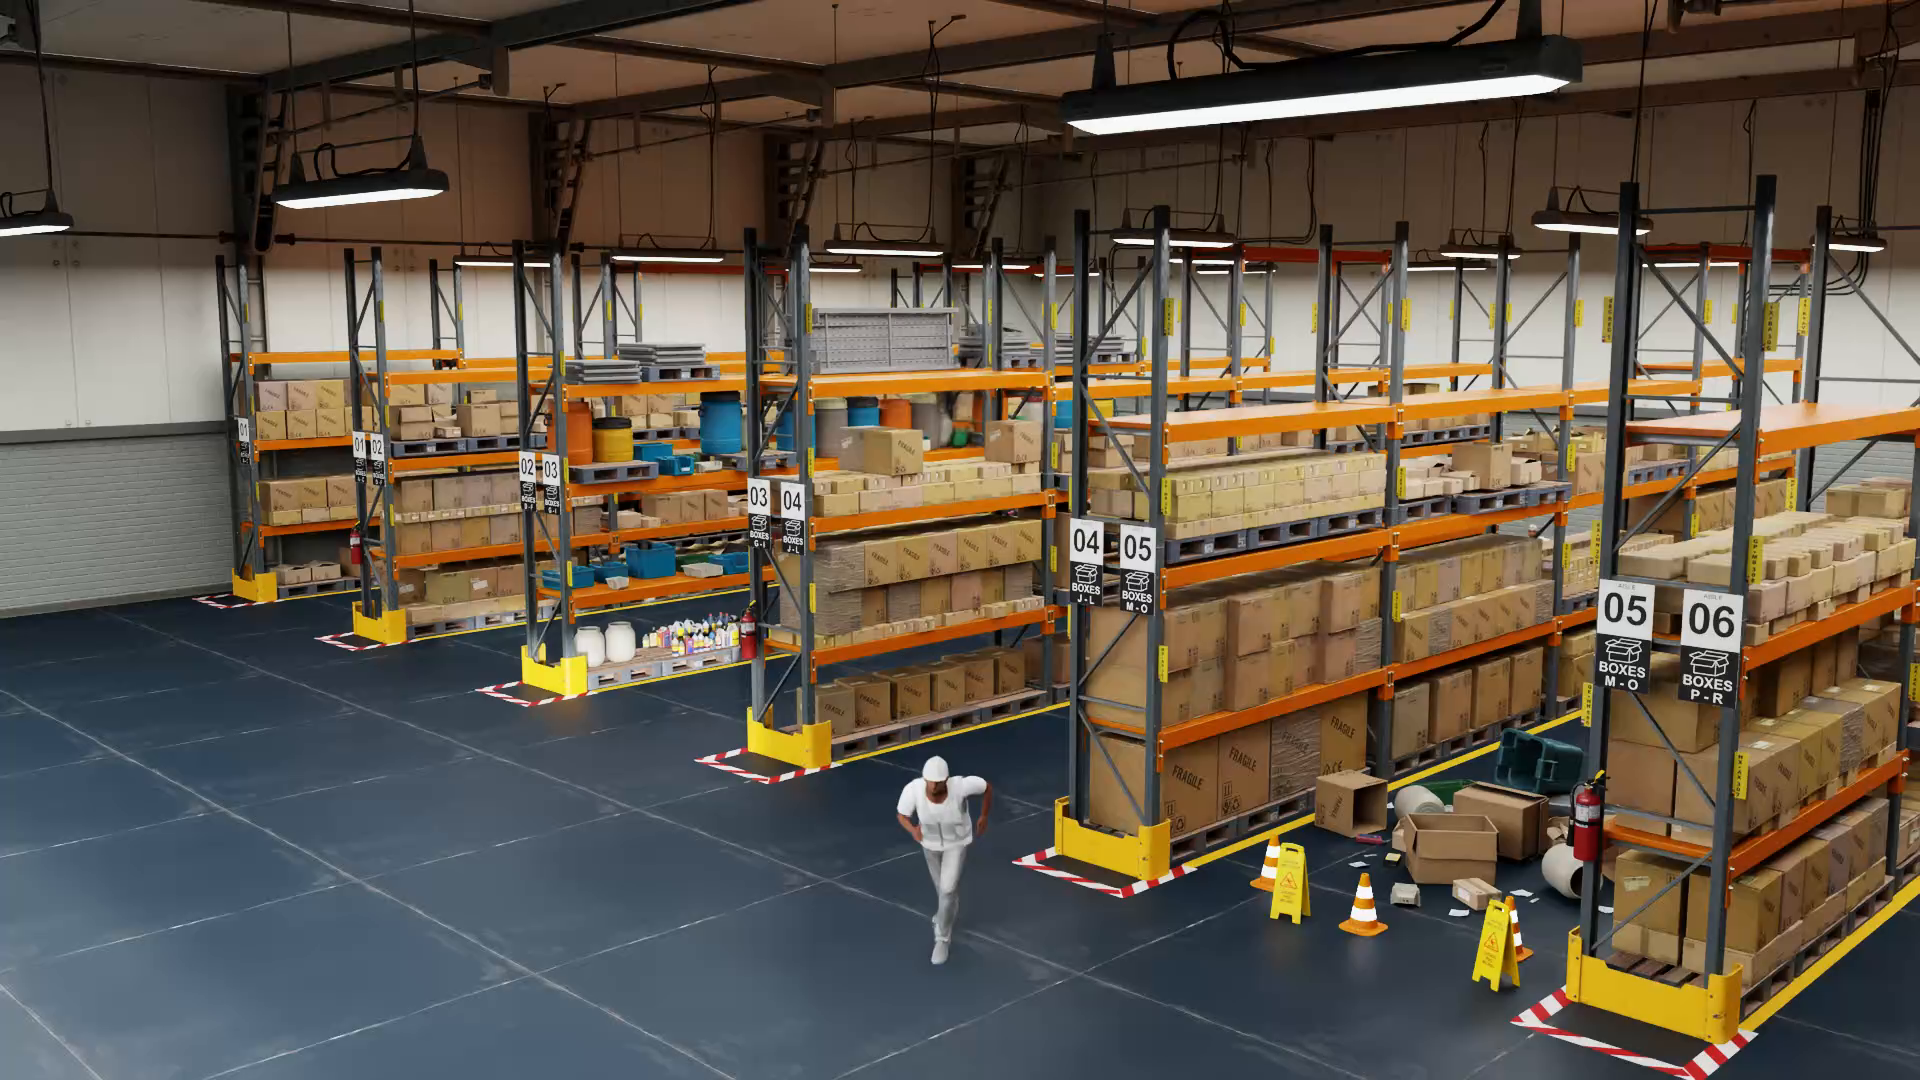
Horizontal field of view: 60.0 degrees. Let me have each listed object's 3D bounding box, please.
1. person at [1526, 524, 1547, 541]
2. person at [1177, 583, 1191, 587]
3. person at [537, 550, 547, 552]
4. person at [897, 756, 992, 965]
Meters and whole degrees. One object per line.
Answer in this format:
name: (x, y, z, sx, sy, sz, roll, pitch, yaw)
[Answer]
person: (9.217, 0.571, 26.761, 0.628, 1.703, 0.936, 5, 10, 33)
person: (2.919, 1.372, 20.759, 0.671, 1.773, 0.697, 7, 11, 42)
person: (-7.653, 0.026, 30.586, 0.537, 1.586, 0.881, 4, 9, 26)
person: (-0.114, 2.490, 13.379, 0.747, 1.713, 1.039, 1, 8, 9)
